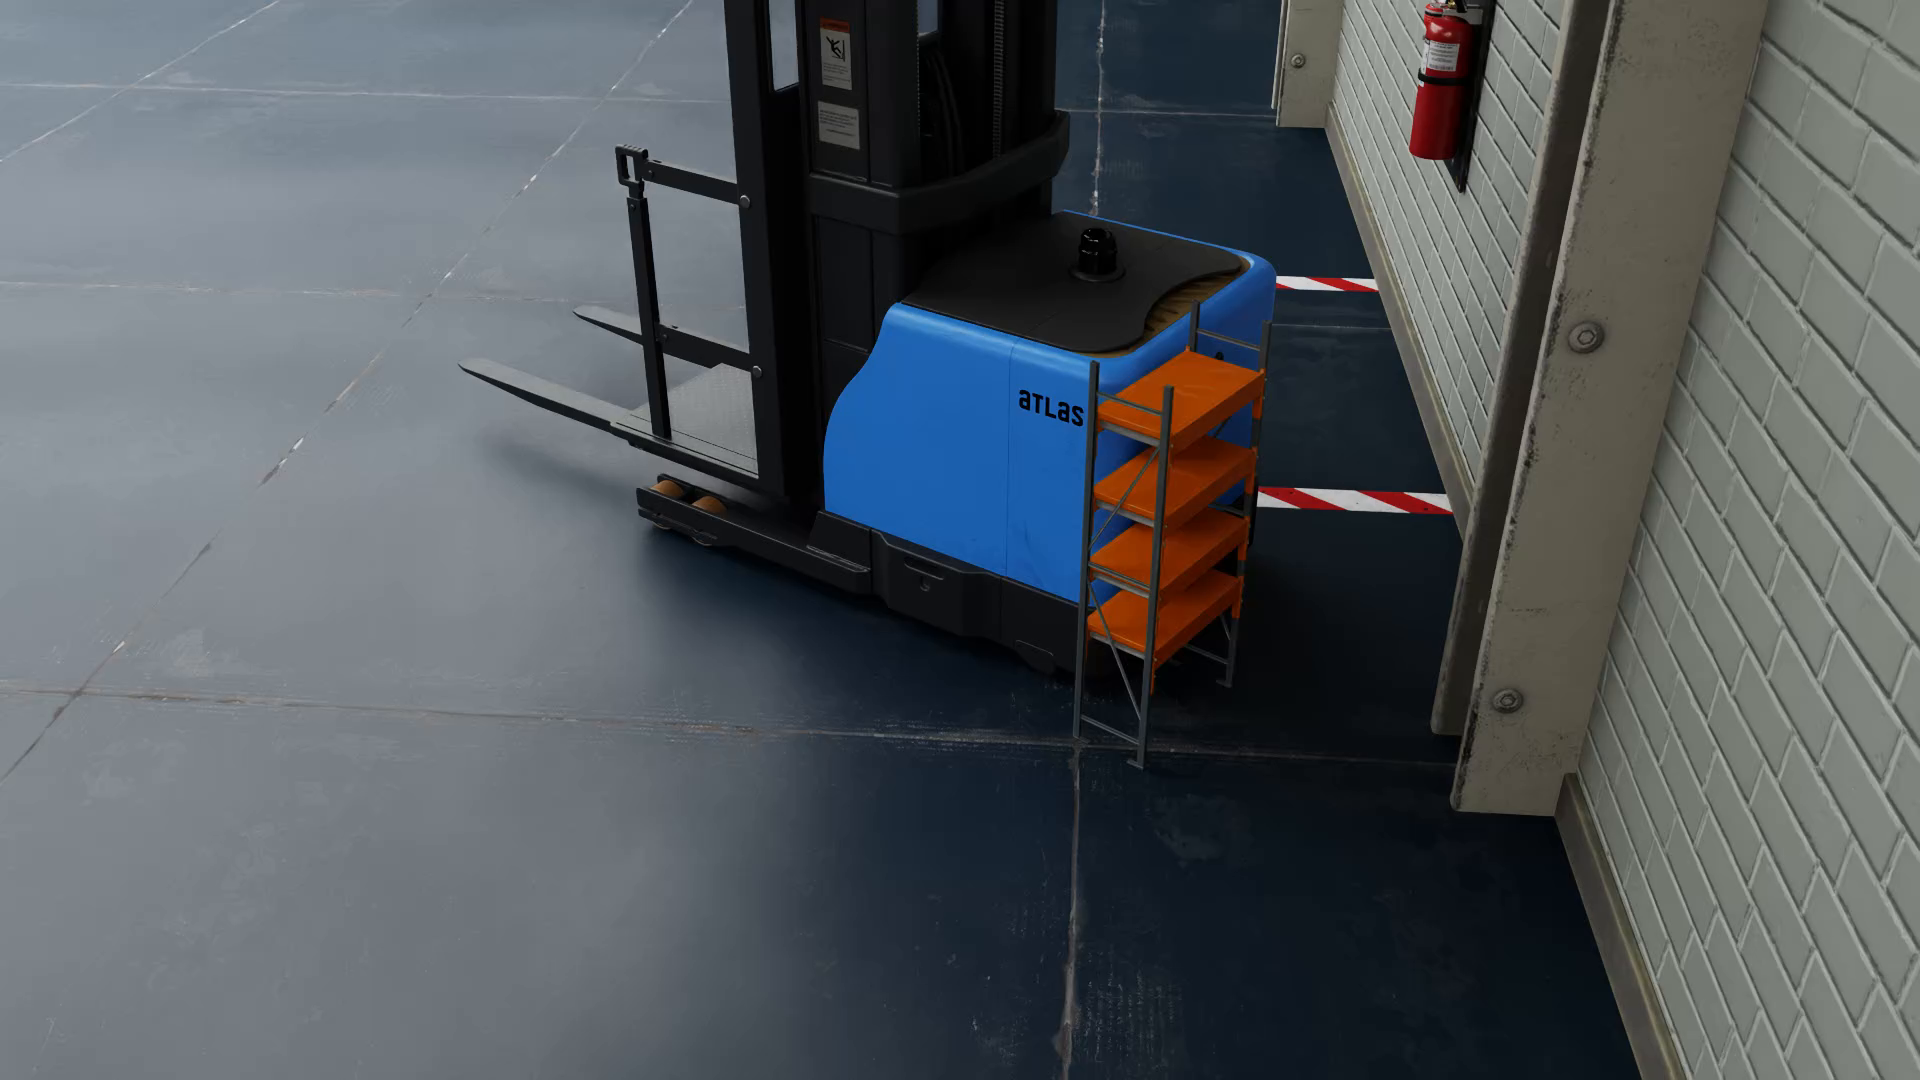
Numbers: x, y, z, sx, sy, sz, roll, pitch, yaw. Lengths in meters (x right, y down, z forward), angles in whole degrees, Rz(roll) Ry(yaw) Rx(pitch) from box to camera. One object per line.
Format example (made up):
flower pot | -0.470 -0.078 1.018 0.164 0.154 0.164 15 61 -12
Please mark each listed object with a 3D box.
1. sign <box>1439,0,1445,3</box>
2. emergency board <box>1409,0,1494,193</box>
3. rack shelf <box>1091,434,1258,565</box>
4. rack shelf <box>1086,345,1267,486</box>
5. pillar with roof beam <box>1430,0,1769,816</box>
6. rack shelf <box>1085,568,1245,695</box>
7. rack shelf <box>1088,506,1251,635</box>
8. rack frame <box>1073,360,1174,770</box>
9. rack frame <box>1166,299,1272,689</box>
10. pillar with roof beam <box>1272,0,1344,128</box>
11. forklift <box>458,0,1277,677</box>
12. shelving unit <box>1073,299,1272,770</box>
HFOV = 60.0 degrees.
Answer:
sign | 1.905 -2.225 6.467 0.001 0.329 0.234 2 32 4
emergency board | 1.758 -1.925 6.014 0.194 1.169 0.643 2 32 4
rack shelf | 0.577 -0.136 4.529 0.258 0.148 0.480 22 38 32
rack shelf | 0.577 -0.337 4.404 0.258 0.148 0.480 22 38 32
pillar with roof beam | -2.772 -3.372 2.644 9.100 9.000 0.400 2 32 4
rack shelf | 0.577 0.224 4.750 0.258 0.148 0.480 22 38 32
rack shelf | 0.577 0.055 4.646 0.258 0.148 0.480 22 38 32
rack frame | 0.426 0.098 4.447 0.240 1.200 0.015 22 38 32
rack frame | 0.728 -0.103 4.774 0.240 1.200 0.015 22 38 32
pillar with roof beam | -2.284 -6.509 7.735 9.100 9.000 0.400 2 32 4
forklift | -0.512 -1.434 5.283 3.031 2.935 1.130 20 37 29
shelving unit | 0.577 -0.003 4.611 0.258 1.200 0.503 22 38 32
